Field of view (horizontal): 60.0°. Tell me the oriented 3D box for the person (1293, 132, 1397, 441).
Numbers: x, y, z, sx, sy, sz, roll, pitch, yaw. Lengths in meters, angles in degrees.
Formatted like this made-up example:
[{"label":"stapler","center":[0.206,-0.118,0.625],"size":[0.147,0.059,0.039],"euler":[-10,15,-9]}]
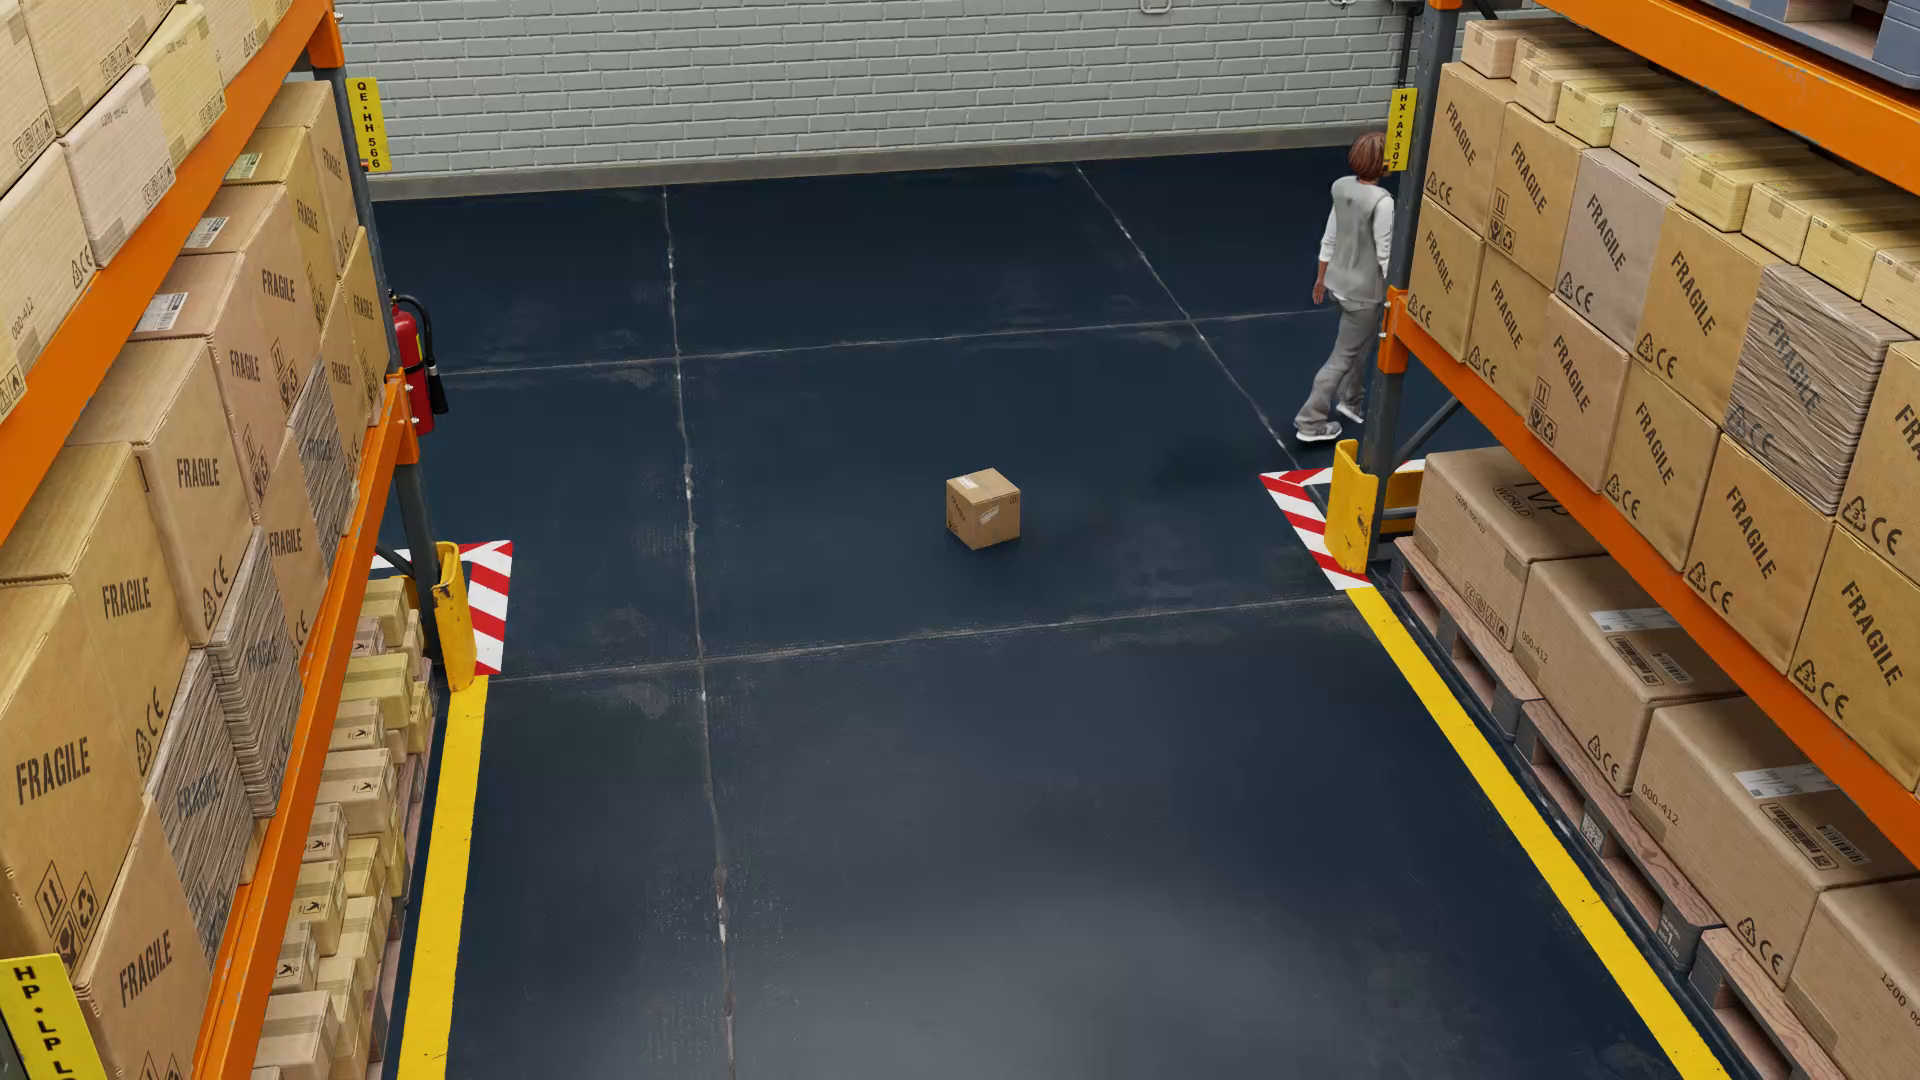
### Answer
[{"label":"person","center":[1.949,-1.190,8.117],"size":[0.550,1.638,0.442],"euler":[-13,33,-20]}]
